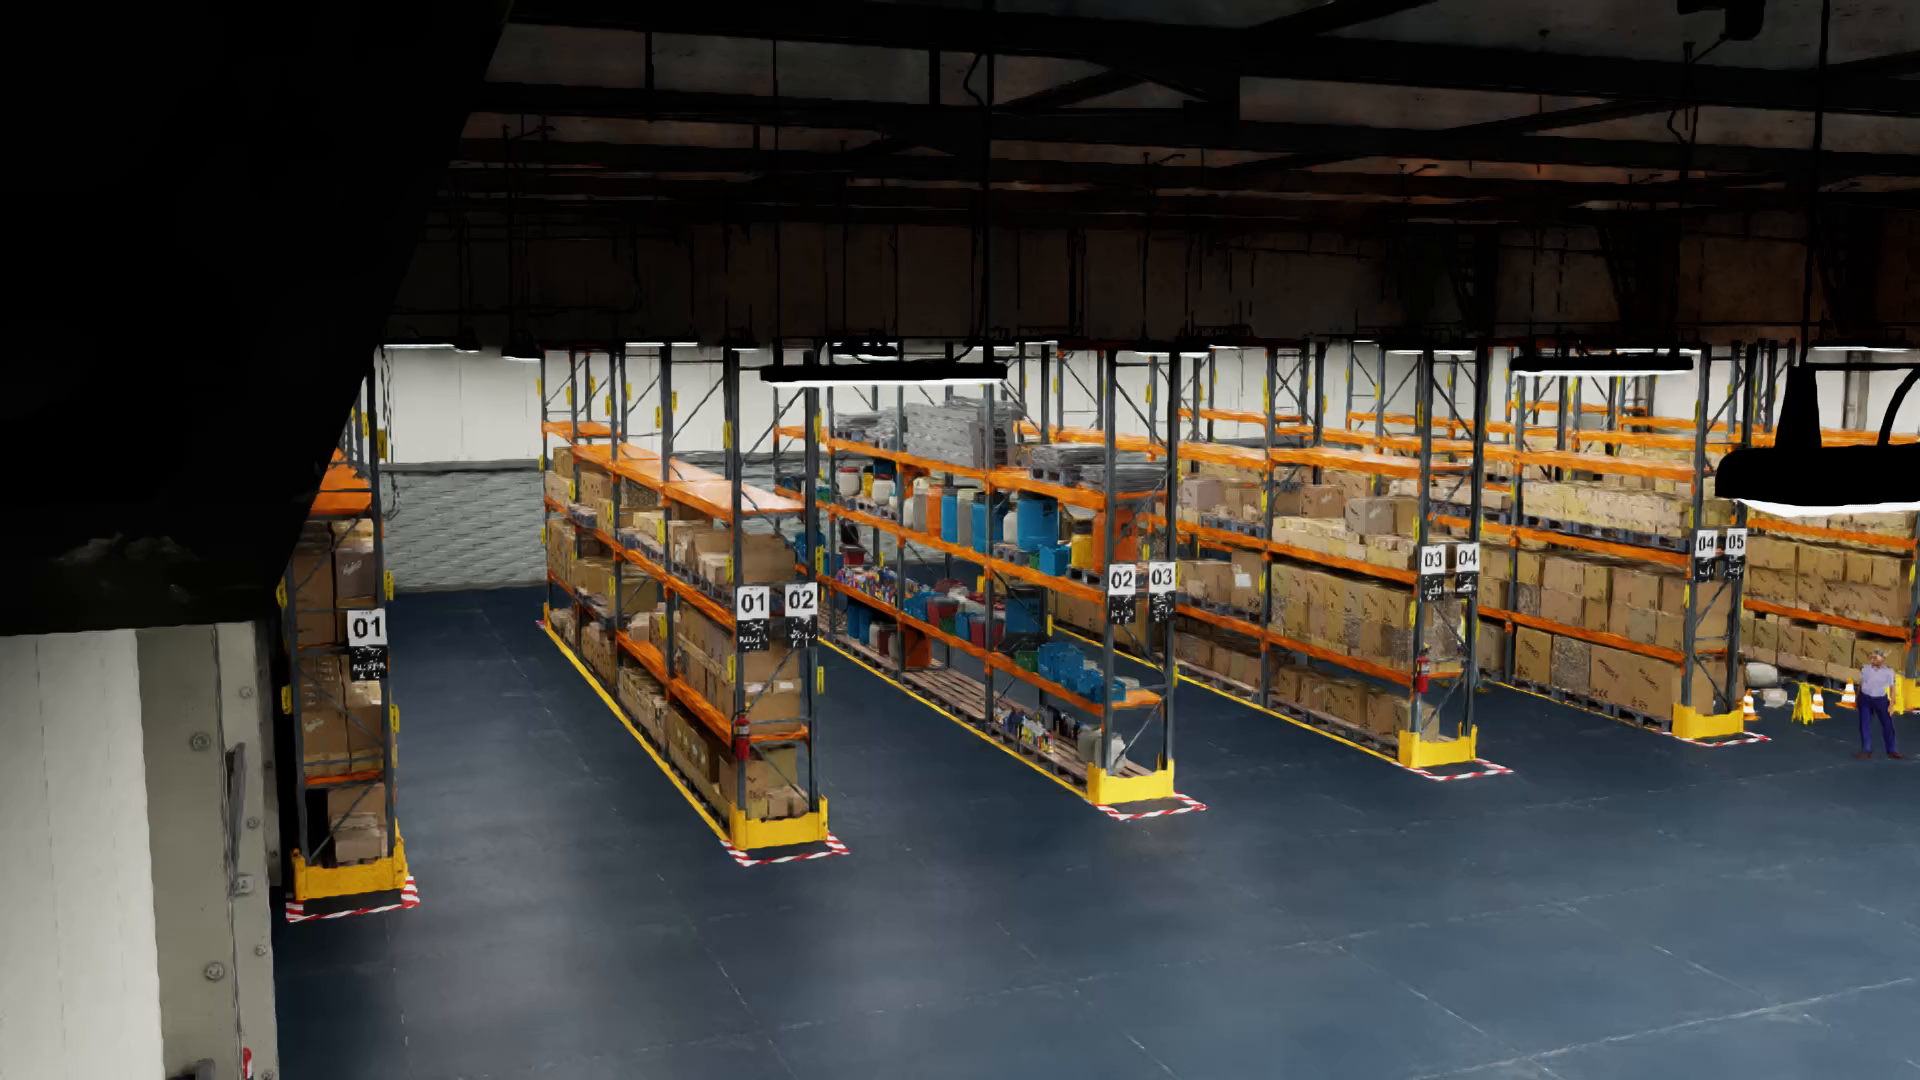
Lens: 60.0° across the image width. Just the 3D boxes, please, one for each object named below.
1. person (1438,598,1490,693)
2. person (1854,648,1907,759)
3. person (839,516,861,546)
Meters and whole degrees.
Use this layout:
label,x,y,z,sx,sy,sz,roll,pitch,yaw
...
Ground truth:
label,x,y,z,sx,sy,sz,roll,pitch,yaw
person,8.652,1.760,28.635,0.579,1.688,1.107,-3,8,-19
person,13.426,2.388,24.218,0.696,1.641,0.486,7,10,42
person,-2.745,0.039,41.912,0.588,1.712,0.523,2,8,16
